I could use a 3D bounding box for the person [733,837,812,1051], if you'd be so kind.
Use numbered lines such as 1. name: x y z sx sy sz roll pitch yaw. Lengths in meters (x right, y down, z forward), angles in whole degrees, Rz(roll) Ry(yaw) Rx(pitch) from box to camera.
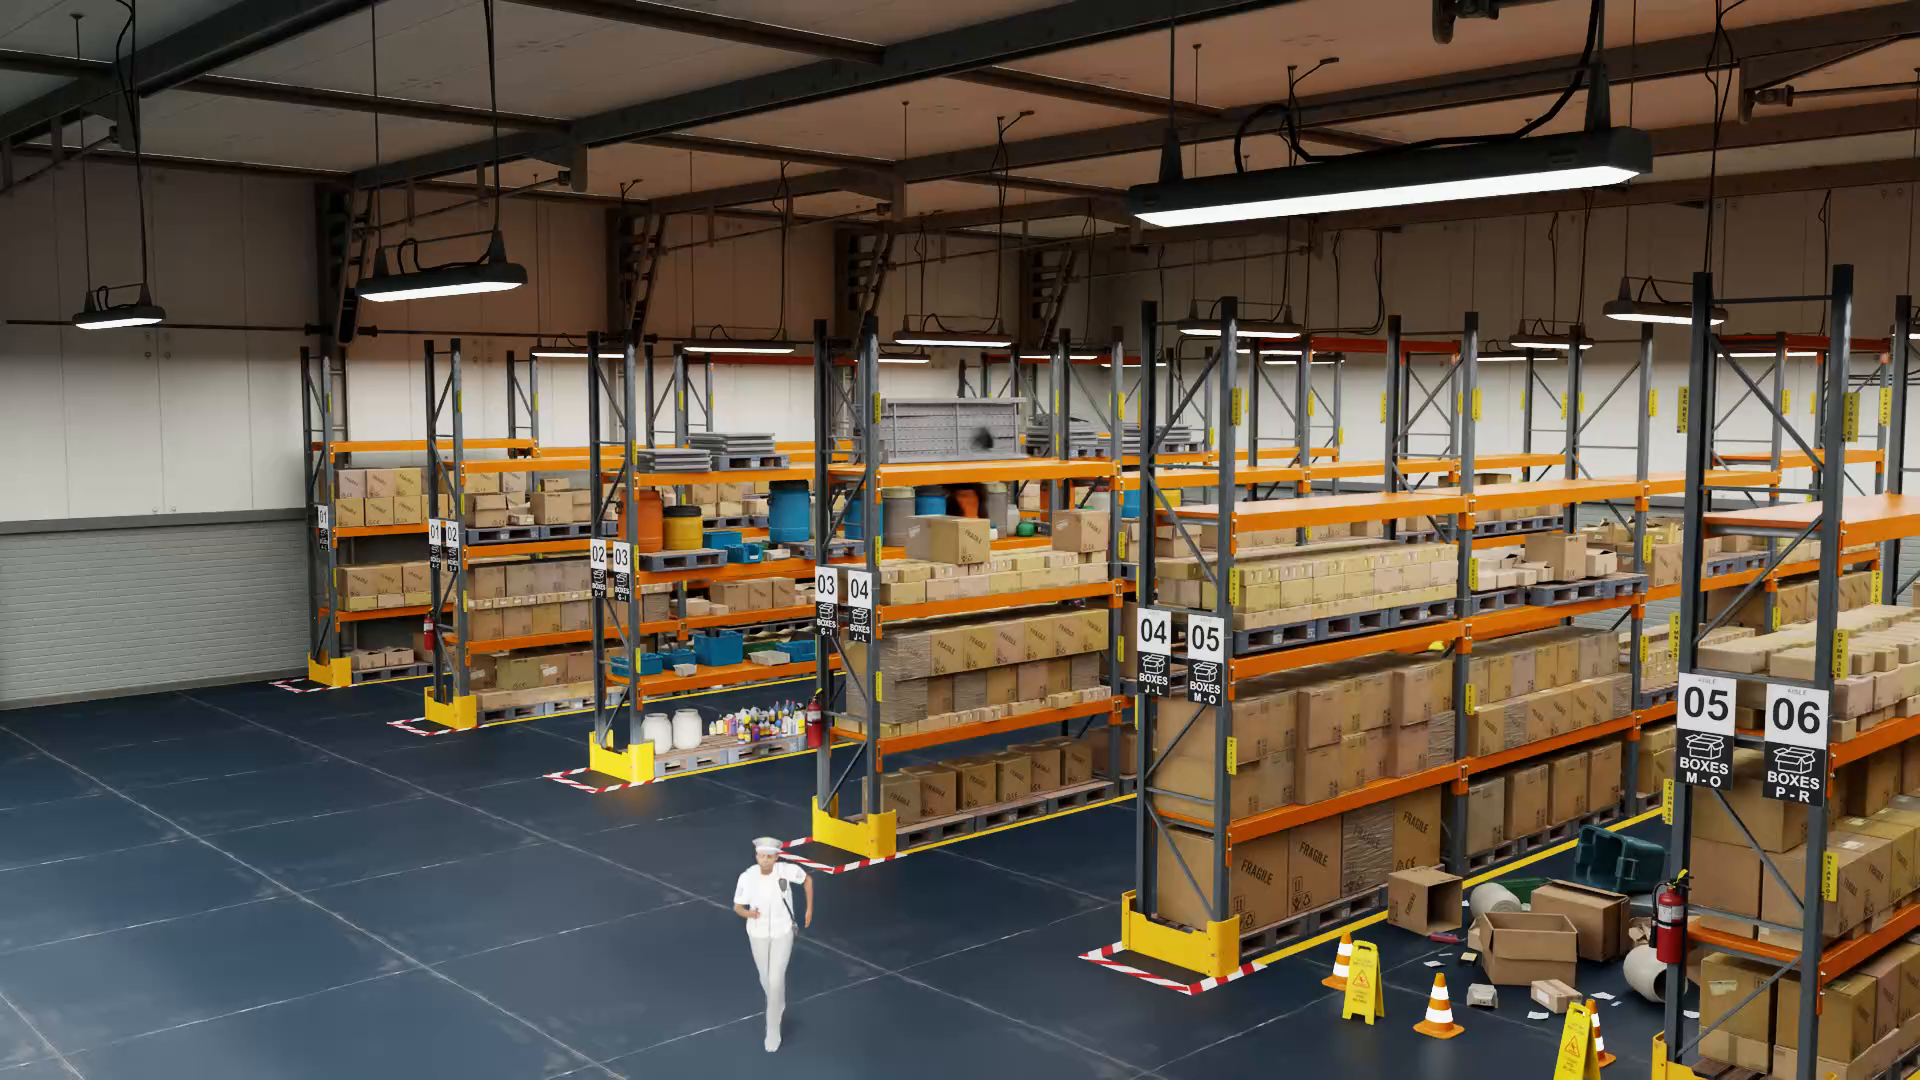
1. person: -1.492 3.166 13.280 0.600 1.713 0.824 0 5 1

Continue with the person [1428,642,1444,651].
1. person: 6.575 2.290 22.900 0.731 1.812 0.937 4 6 39

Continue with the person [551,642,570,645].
1. person: -7.138 1.710 29.329 0.643 1.751 0.602 3 6 34
